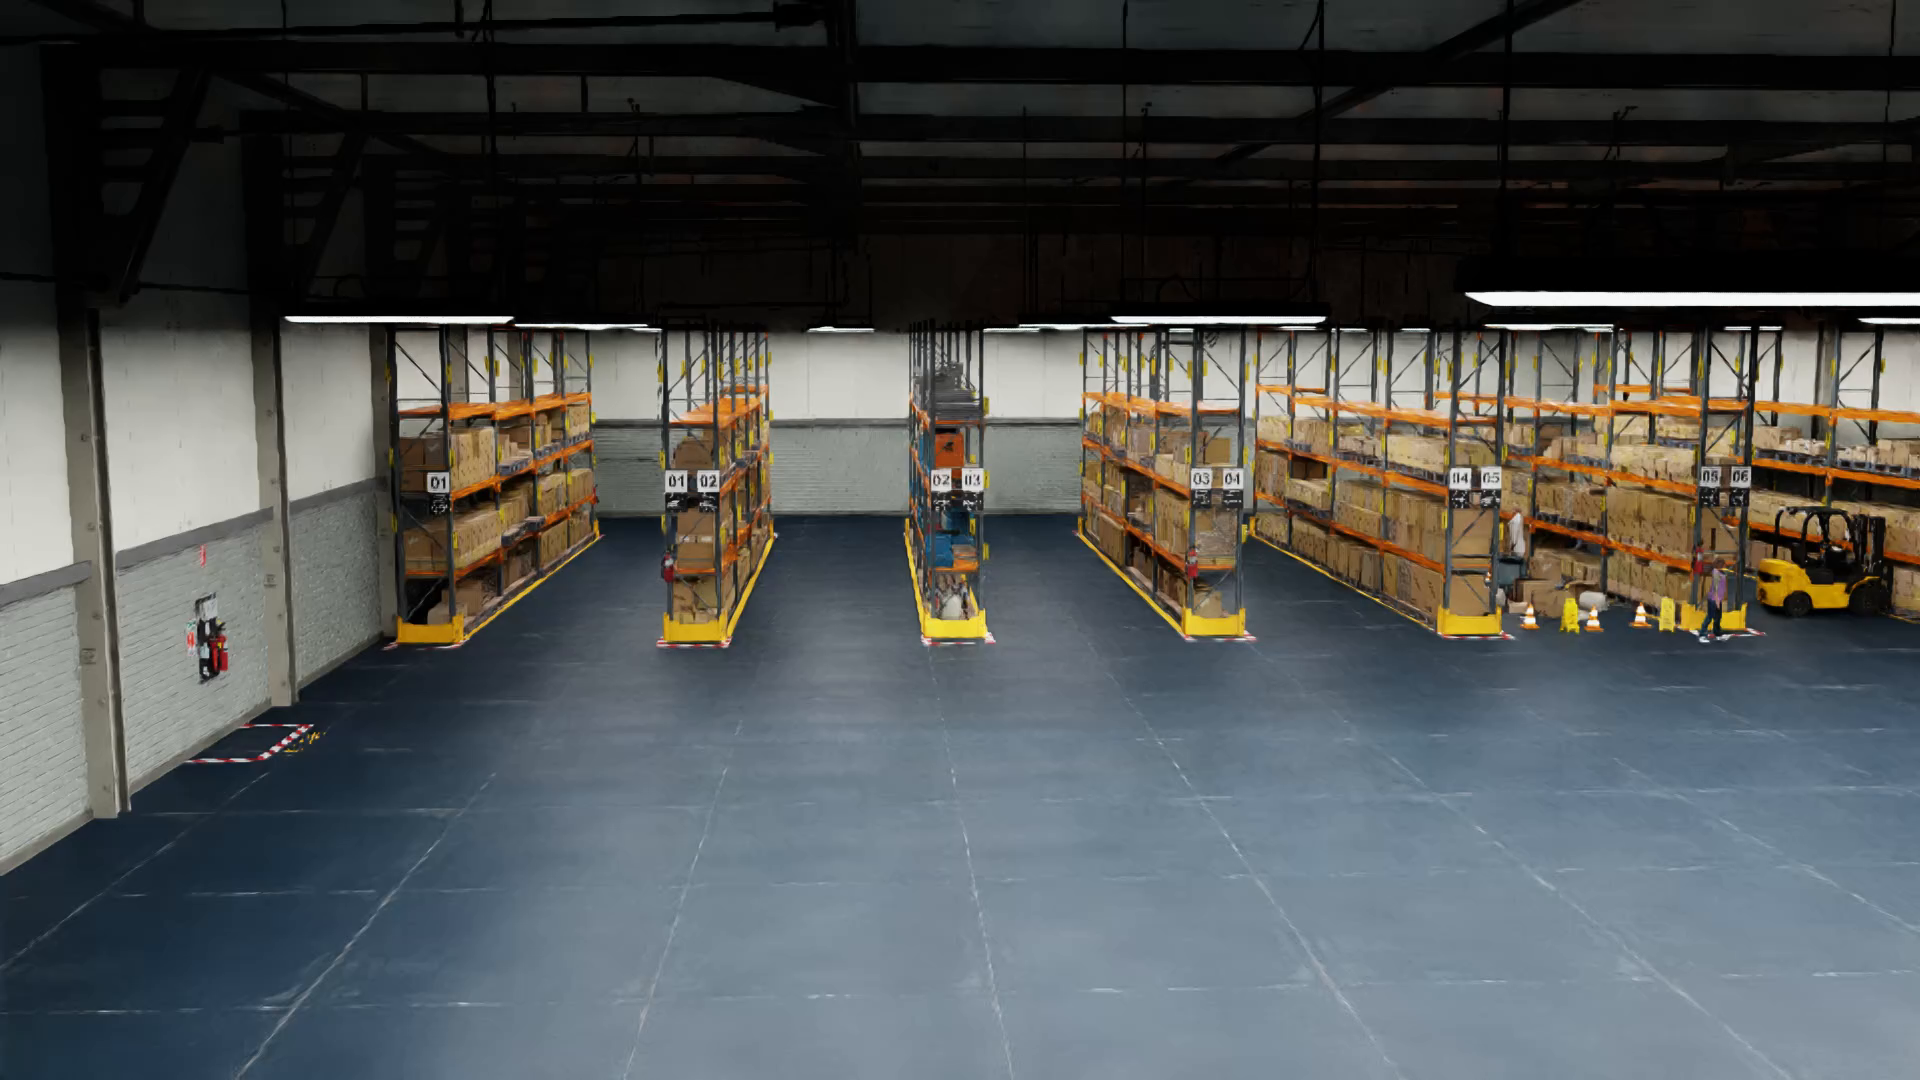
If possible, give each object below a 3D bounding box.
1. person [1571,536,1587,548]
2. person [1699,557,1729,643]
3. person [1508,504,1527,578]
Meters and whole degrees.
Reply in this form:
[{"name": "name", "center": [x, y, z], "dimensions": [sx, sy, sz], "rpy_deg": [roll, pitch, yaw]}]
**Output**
[{"name": "person", "center": [16.572, -0.655, 44.648], "dimensions": [0.581, 1.718, 0.640], "rpy_deg": [2, 7, 19]}, {"name": "person", "center": [14.089, 1.108, 30.992], "dimensions": [0.496, 1.574, 0.624], "rpy_deg": [4, 8, 29]}, {"name": "person", "center": [12.870, 0.058, 38.609], "dimensions": [0.636, 1.775, 0.675], "rpy_deg": [3, 8, 20]}]
